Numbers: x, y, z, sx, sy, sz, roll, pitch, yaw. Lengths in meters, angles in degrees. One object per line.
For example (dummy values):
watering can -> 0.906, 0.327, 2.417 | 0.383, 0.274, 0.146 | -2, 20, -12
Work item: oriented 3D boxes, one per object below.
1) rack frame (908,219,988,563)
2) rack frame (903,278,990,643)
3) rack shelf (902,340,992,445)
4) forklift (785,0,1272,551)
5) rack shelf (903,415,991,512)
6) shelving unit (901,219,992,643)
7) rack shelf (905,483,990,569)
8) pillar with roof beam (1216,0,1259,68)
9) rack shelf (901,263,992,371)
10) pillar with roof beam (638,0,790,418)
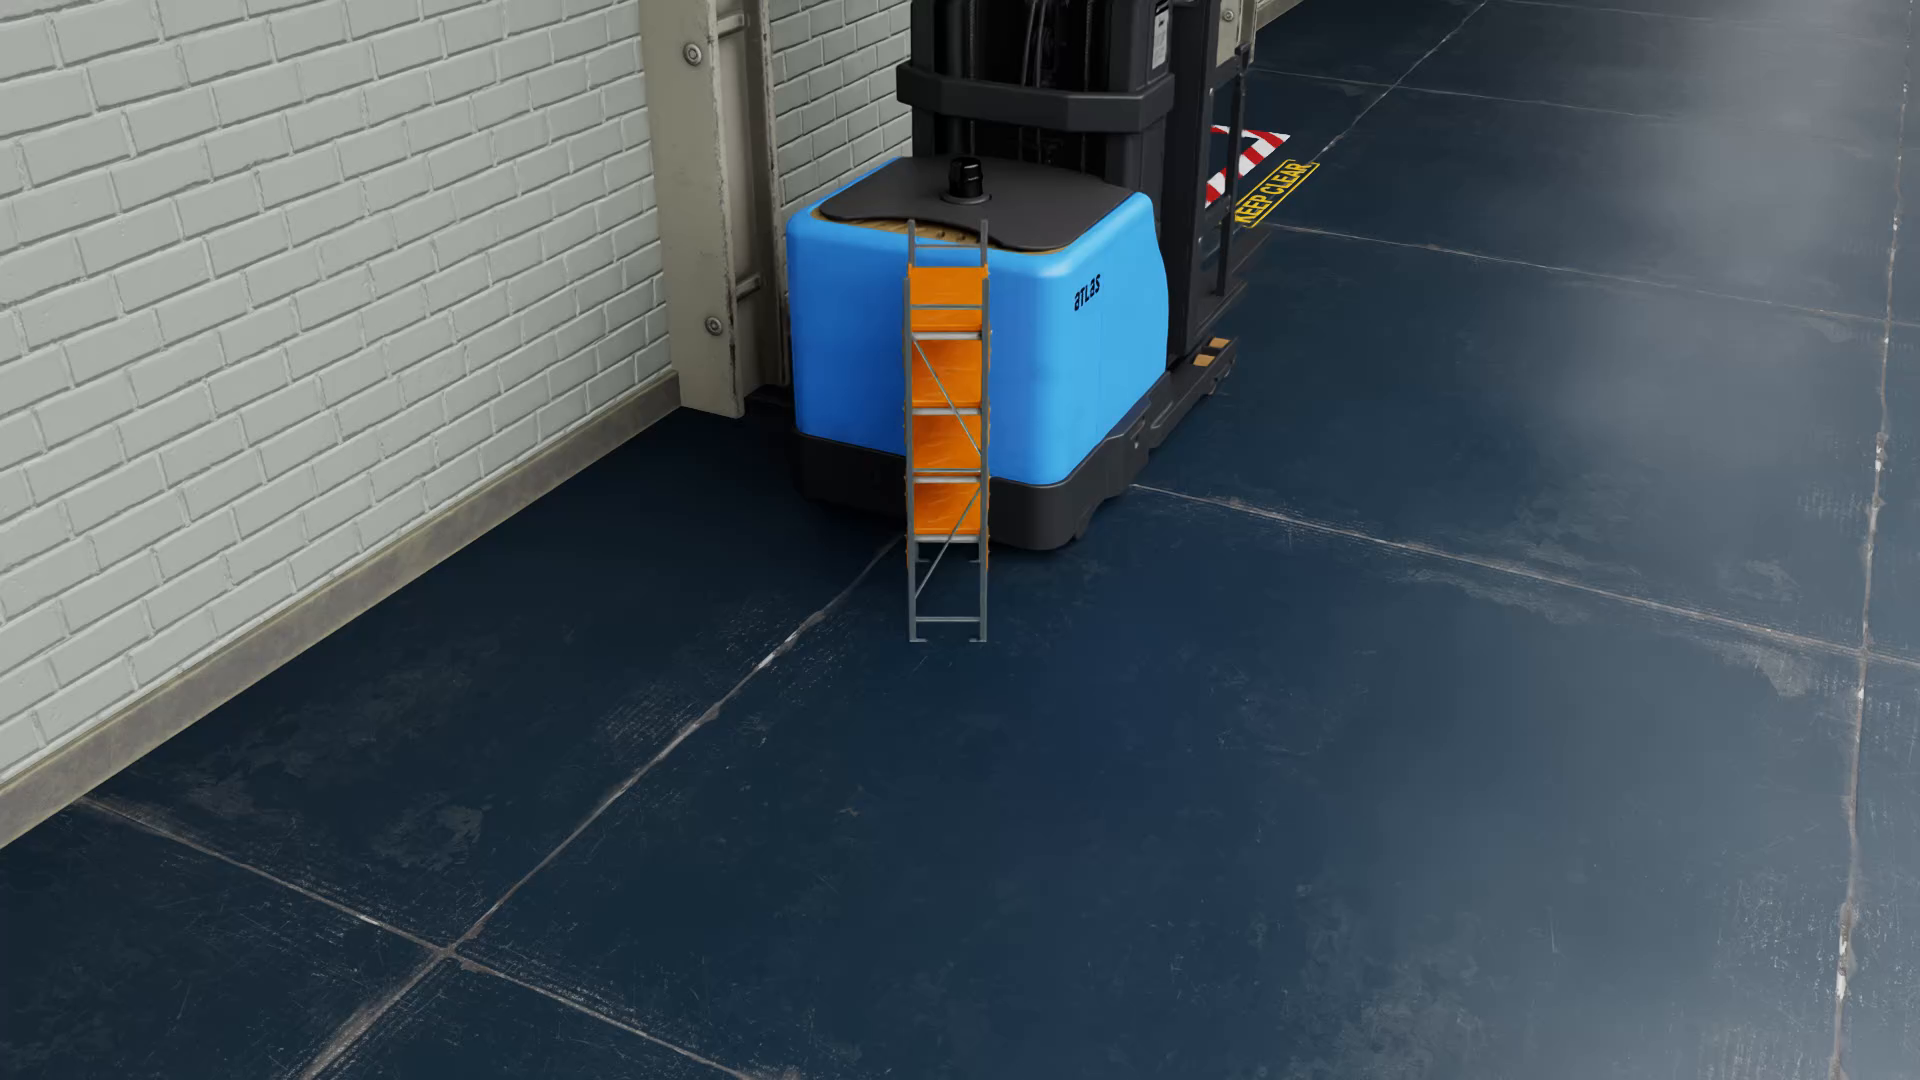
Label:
rack frame -> -0.037, -0.445, 5.321 | 0.240, 1.200, 0.015 | 0, 30, 0
rack frame -> -0.038, -0.202, 4.898 | 0.240, 1.200, 0.015 | 0, 30, 0
rack shelf -> -0.037, -0.460, 5.031 | 0.258, 0.148, 0.480 | 0, 30, 0
forklift -> 0.508, -1.947, 6.197 | 1.130, 2.935, 3.031 | 14, 33, 22
rack shelf -> -0.037, -0.266, 5.143 | 0.258, 0.148, 0.480 | 0, 30, 0
shelving unit -> -0.037, -0.324, 5.109 | 0.258, 1.200, 0.503 | 0, 30, 0
rack shelf -> -0.037, -0.093, 5.241 | 0.258, 0.148, 0.480 | 0, 30, 0
pillar with roof beam -> 5.639, -6.188, 7.490 | 9.100, 9.000, 0.400 | 14, 33, 23
rack shelf -> -0.037, -0.665, 4.913 | 0.258, 0.148, 0.480 | 0, 30, 0
pillar with roof beam -> 2.906, -3.529, 2.858 | 9.100, 9.000, 0.400 | 14, 33, 23
